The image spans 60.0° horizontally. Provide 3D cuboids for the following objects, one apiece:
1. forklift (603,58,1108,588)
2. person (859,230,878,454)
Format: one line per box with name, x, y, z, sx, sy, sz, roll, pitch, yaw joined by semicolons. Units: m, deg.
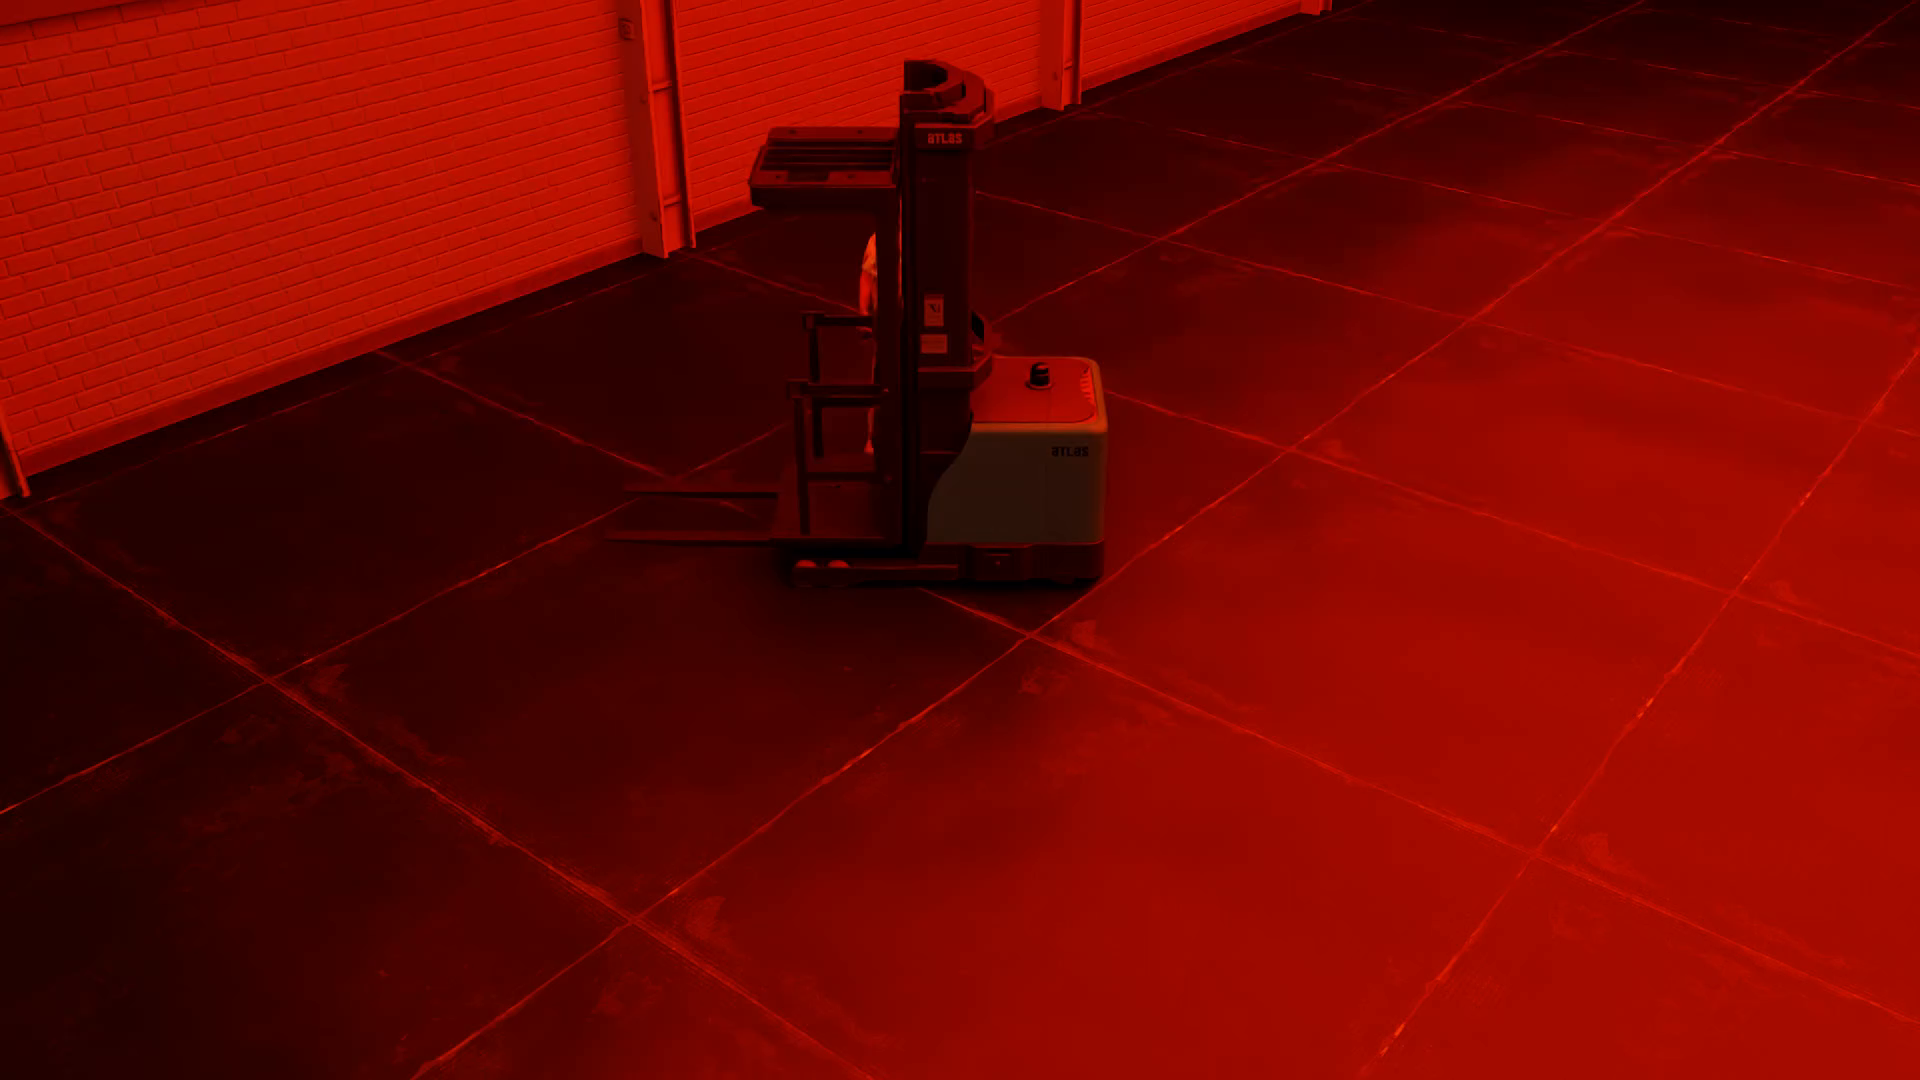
forklift;-0.646;-1.242;9.721;3.031;2.935;1.130;0;30;0
person;-0.371;-1.465;11.225;0.640;1.781;0.574;-4;30;-6
